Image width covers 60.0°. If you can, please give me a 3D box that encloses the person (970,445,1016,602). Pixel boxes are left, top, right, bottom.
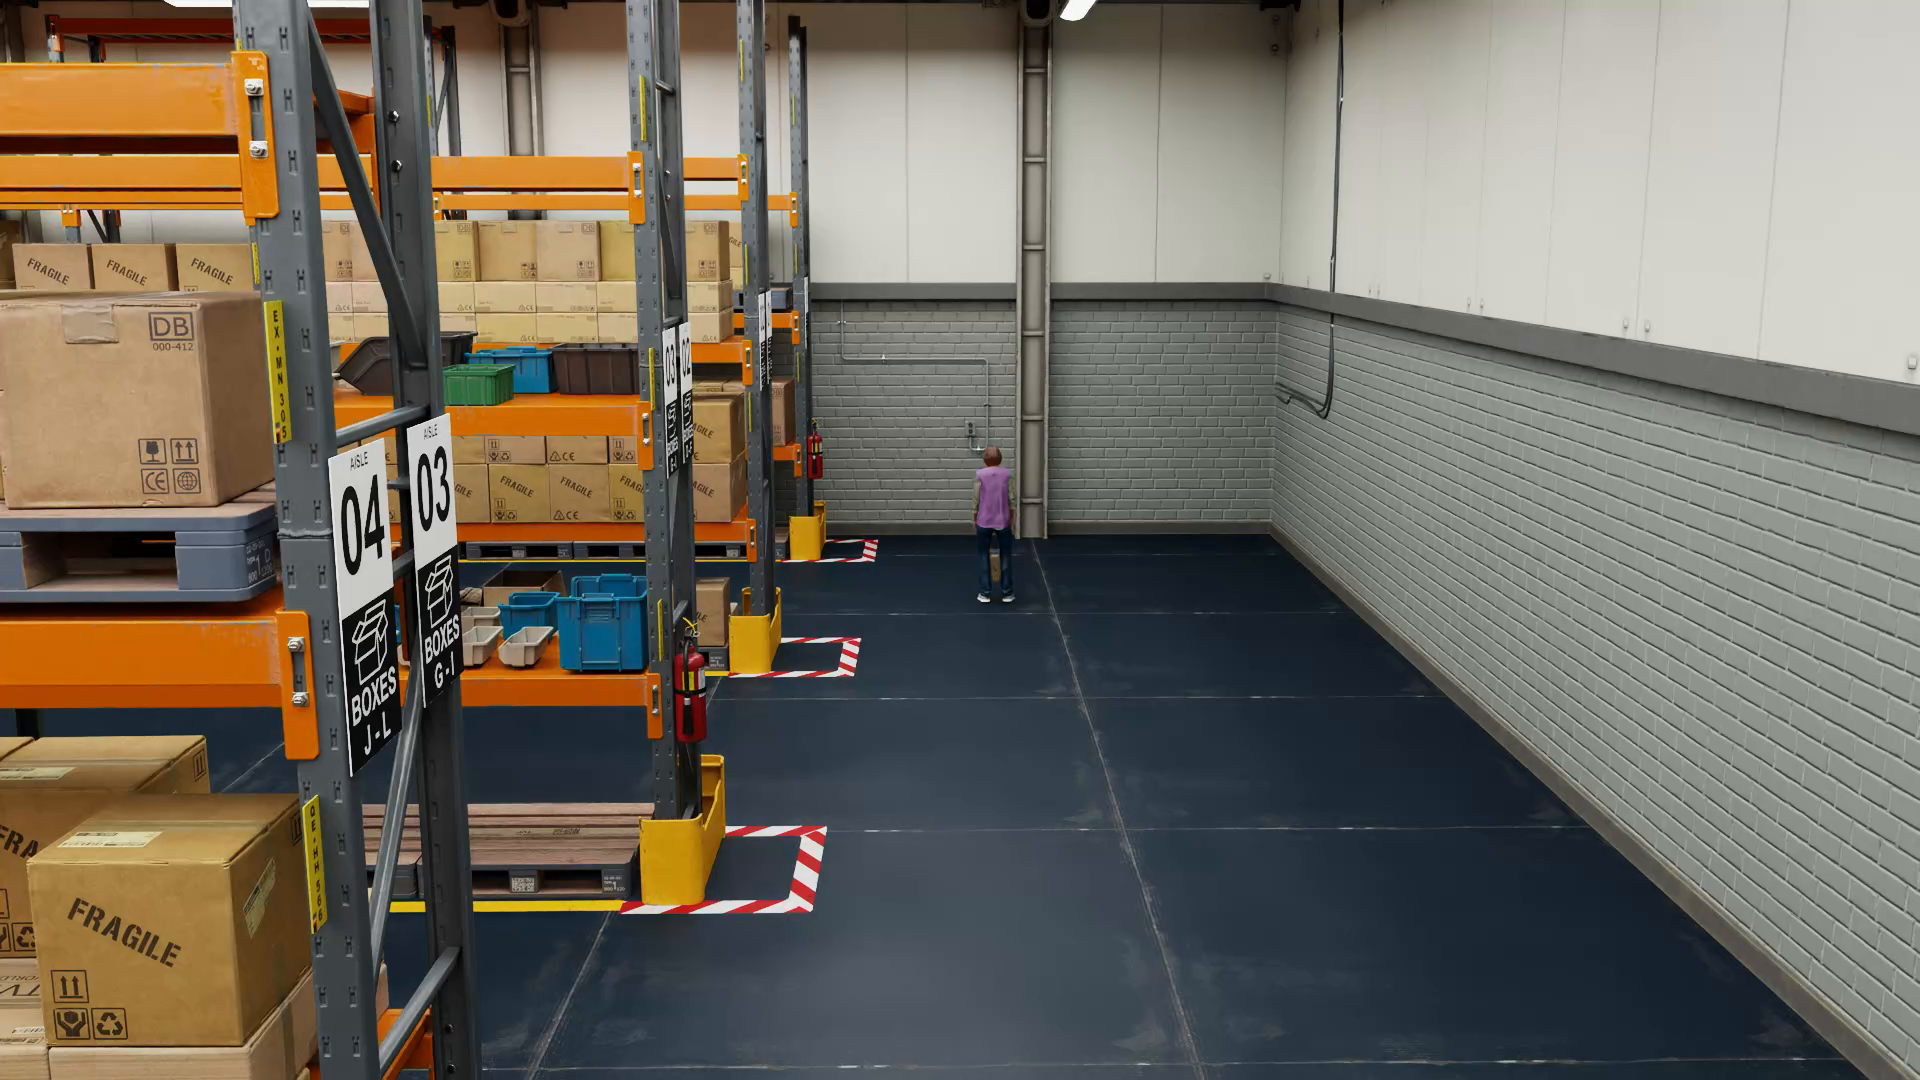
[{"bbox_3d":[0.334,-0.158,16.794,0.478,1.593,0.346,-1,11,-3],"label":"person"}]
